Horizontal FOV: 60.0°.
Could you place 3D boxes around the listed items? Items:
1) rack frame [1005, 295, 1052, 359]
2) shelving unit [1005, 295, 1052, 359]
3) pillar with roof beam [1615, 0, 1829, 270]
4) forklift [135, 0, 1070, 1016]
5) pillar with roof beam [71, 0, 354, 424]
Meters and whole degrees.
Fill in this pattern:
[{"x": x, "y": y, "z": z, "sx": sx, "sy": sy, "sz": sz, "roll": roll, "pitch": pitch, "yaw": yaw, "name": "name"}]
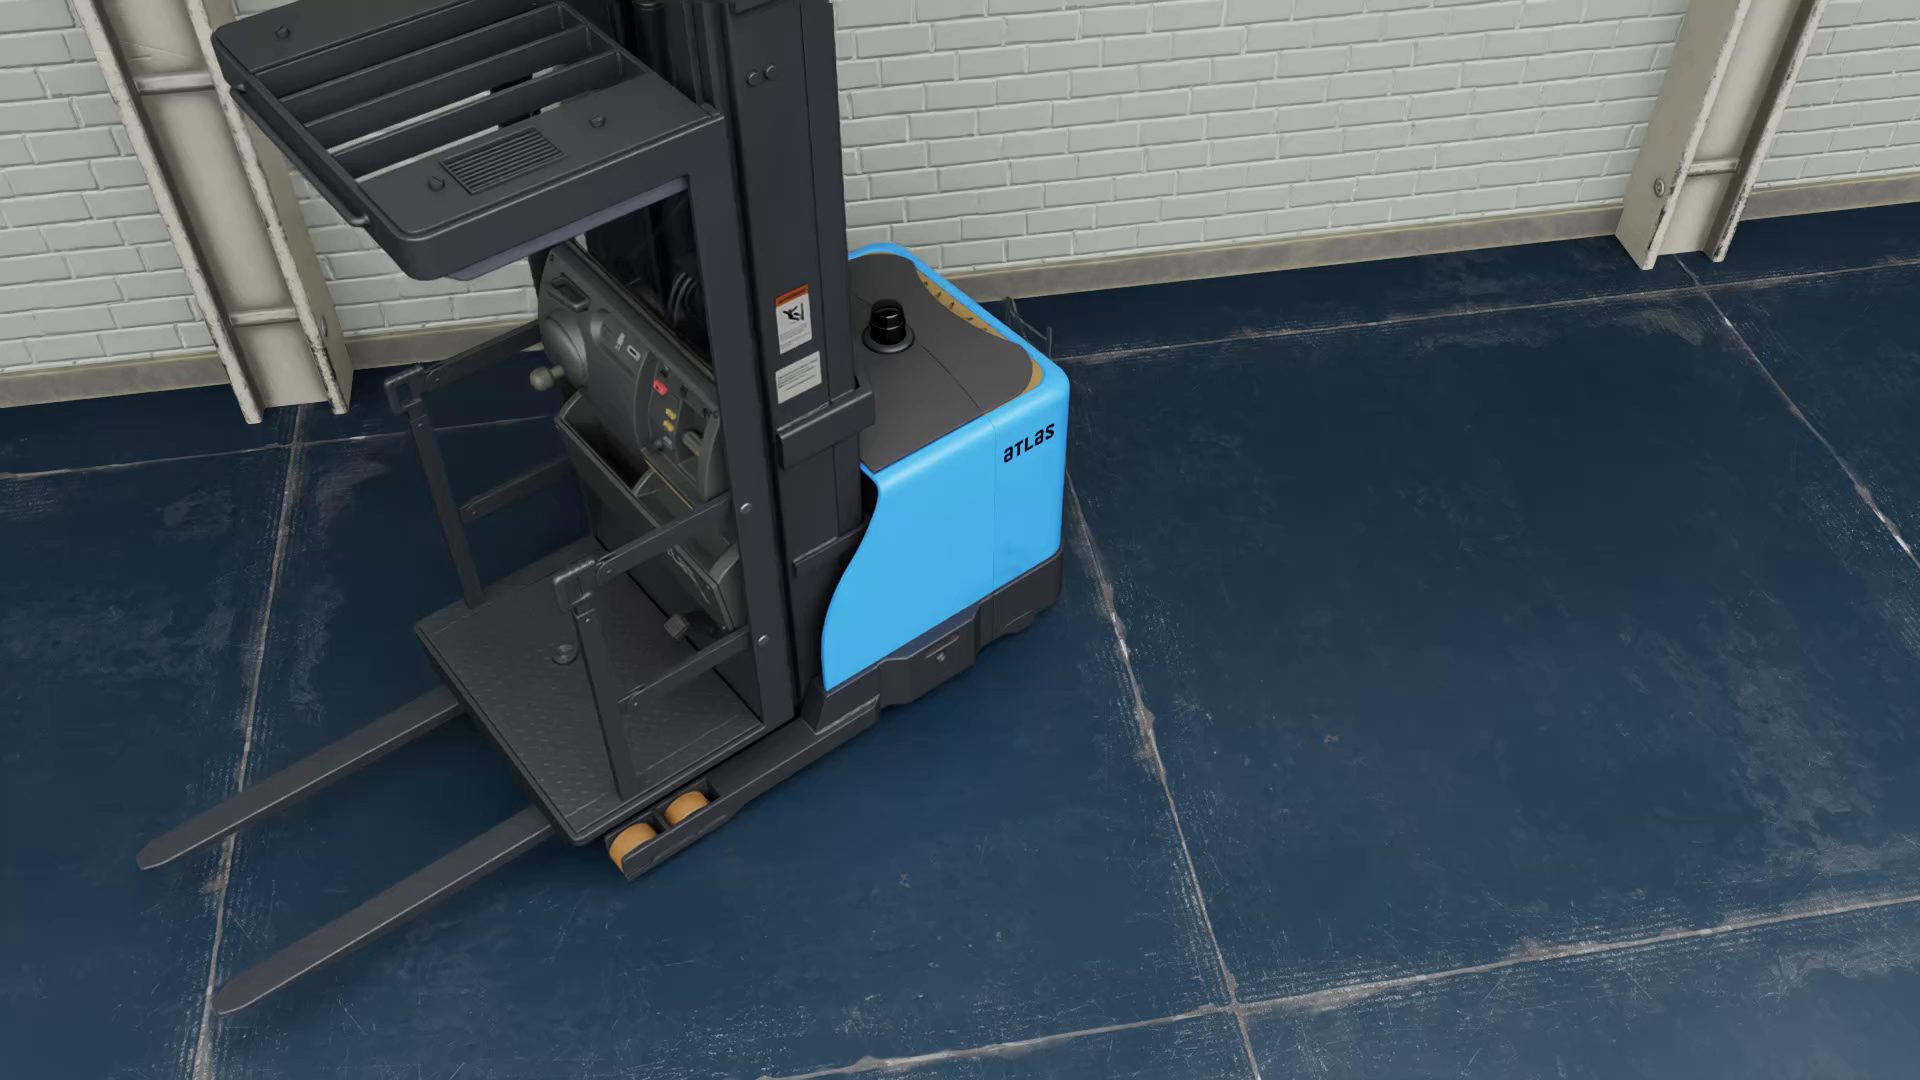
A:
[{"x": 0.238, "y": -0.479, "z": 6.087, "sx": 0.006, "sy": 0.900, "sz": 0.240, "roll": -30, "pitch": 53, "yaw": -26, "name": "rack frame"}, {"x": 0.158, "y": -0.433, "z": 6.043, "sx": 0.210, "sy": 0.900, "sz": 0.258, "roll": -30, "pitch": 53, "yaw": -26, "name": "shelving unit"}, {"x": 3.941, "y": -1.405, "z": 1.355, "sx": 0.400, "sy": 9.000, "sz": 9.100, "roll": -7, "pitch": 46, "yaw": -7, "name": "pillar with roof beam"}, {"x": -1.102, "y": -0.398, "z": 4.598, "sx": 3.031, "sy": 2.935, "sz": 1.130, "roll": -30, "pitch": 53, "yaw": -26, "name": "forklift"}, {"x": -1.971, "y": -0.668, "z": 0.645, "sx": 0.400, "sy": 9.000, "sz": 9.100, "roll": -7, "pitch": 46, "yaw": -7, "name": "pillar with roof beam"}]
